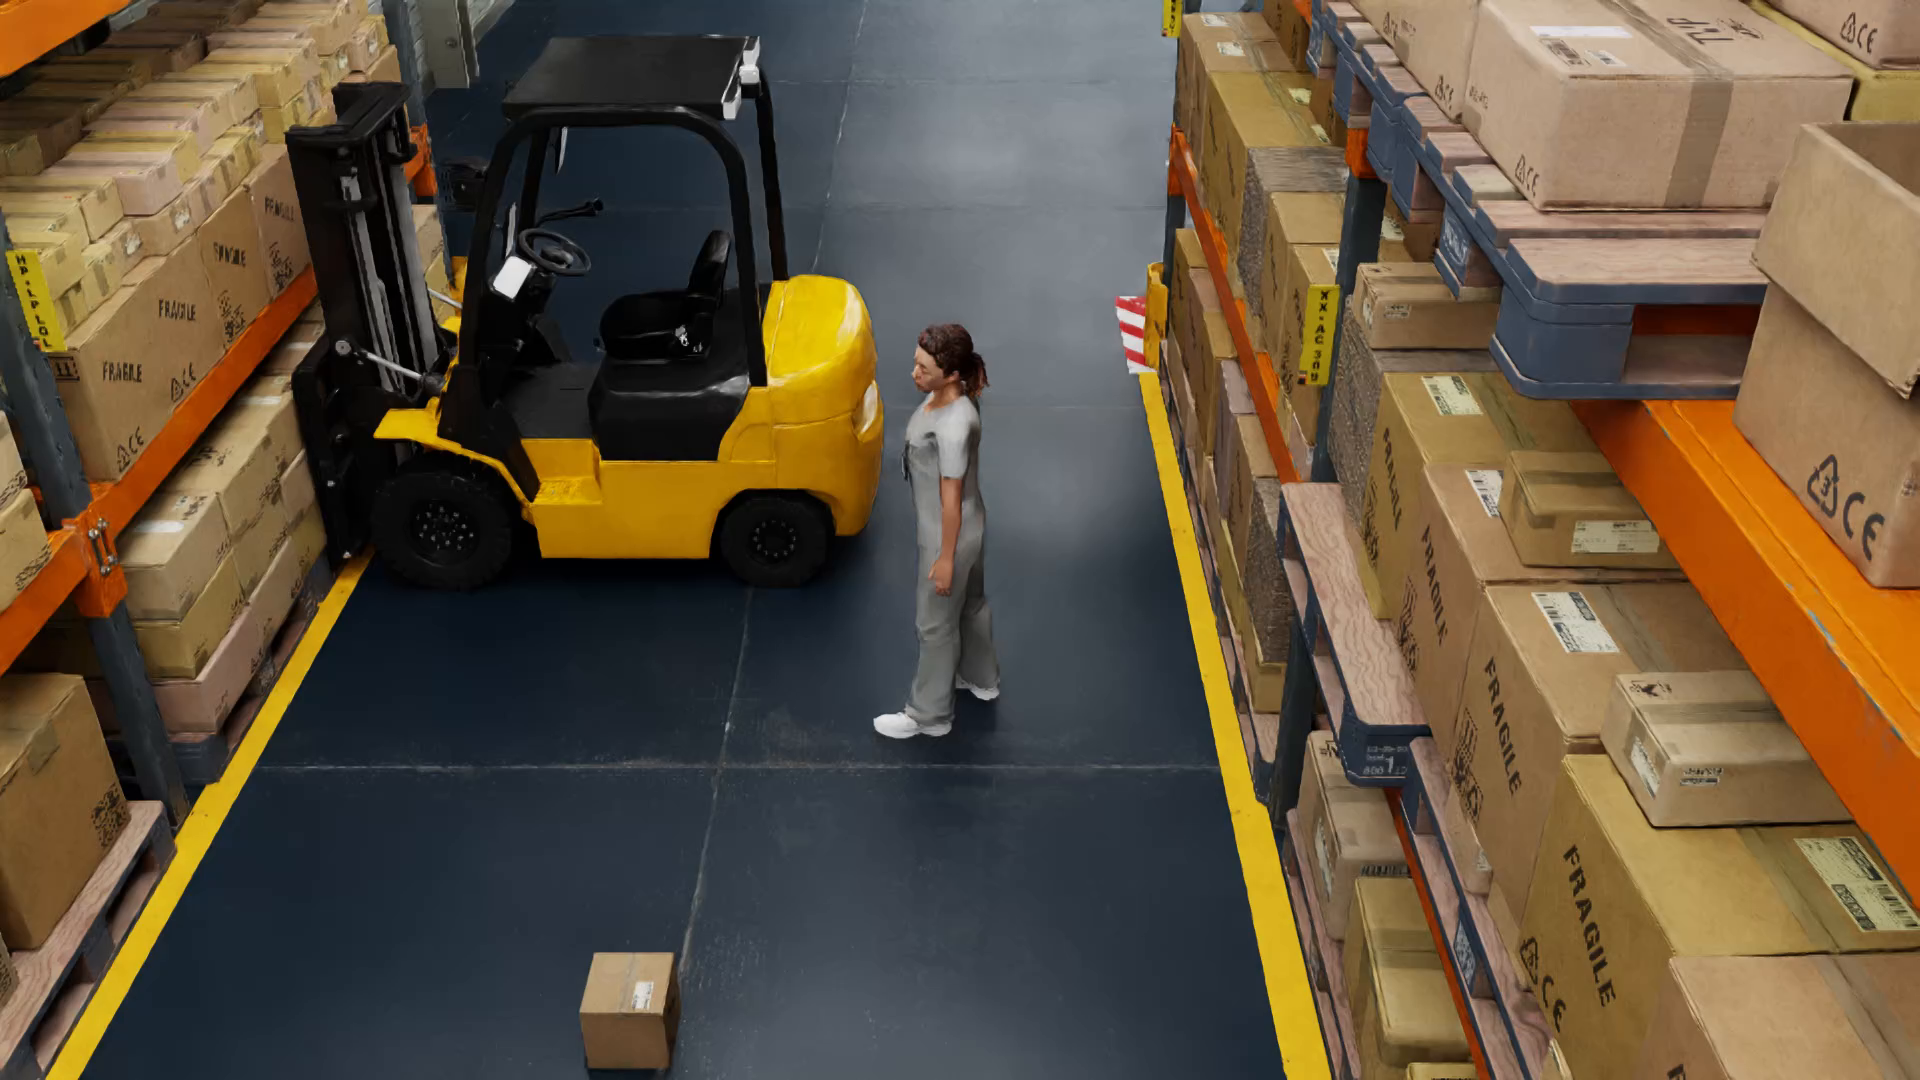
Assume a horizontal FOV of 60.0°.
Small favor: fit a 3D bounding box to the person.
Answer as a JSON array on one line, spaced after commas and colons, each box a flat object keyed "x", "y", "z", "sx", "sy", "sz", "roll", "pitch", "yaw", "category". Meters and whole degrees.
[{"x": -0.087, "y": -0.035, "z": 6.150, "sx": 0.495, "sy": 1.670, "sz": 0.545, "roll": 0, "pitch": 32, "yaw": 1, "category": "person"}]
